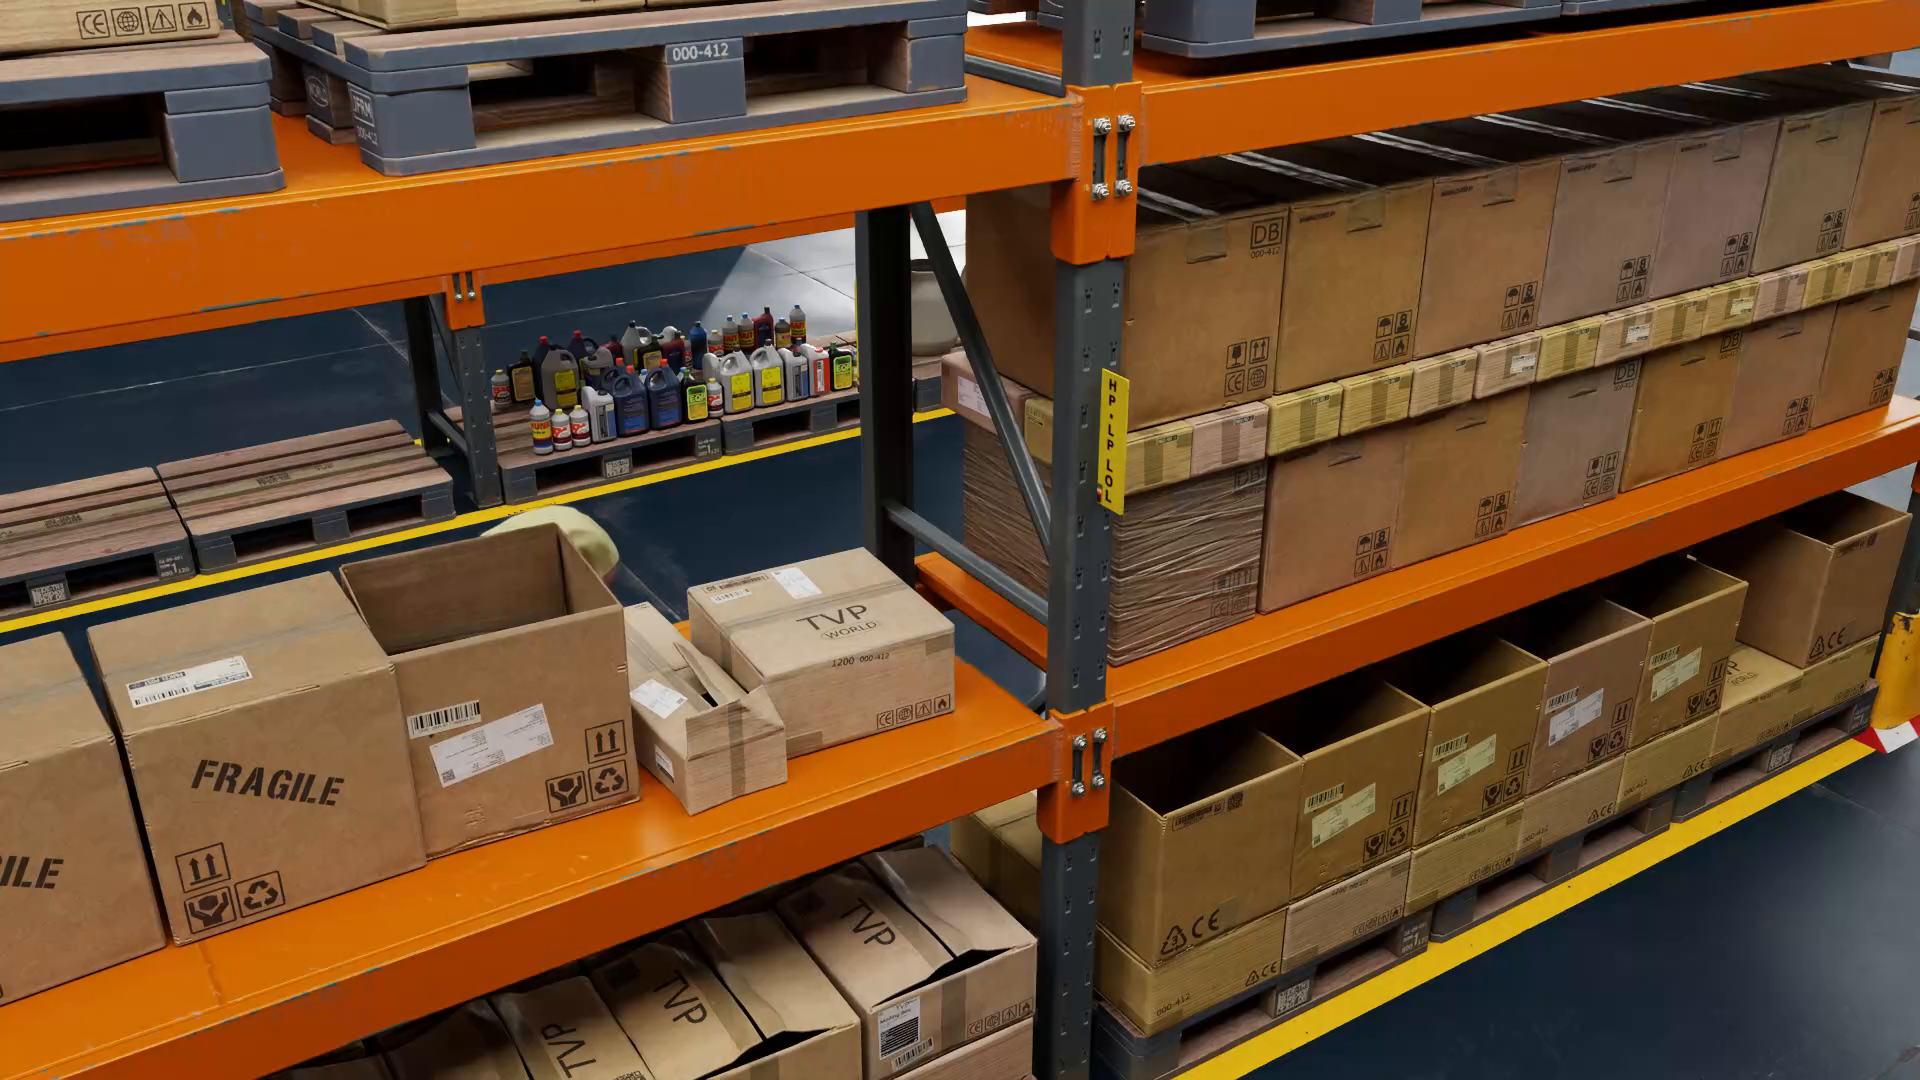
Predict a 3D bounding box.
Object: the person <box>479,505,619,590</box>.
[{"bbox_3d":[-1.646,0.406,6.071,0.860,0.973,0.447,-17,30,-32],"label":"person"}]
